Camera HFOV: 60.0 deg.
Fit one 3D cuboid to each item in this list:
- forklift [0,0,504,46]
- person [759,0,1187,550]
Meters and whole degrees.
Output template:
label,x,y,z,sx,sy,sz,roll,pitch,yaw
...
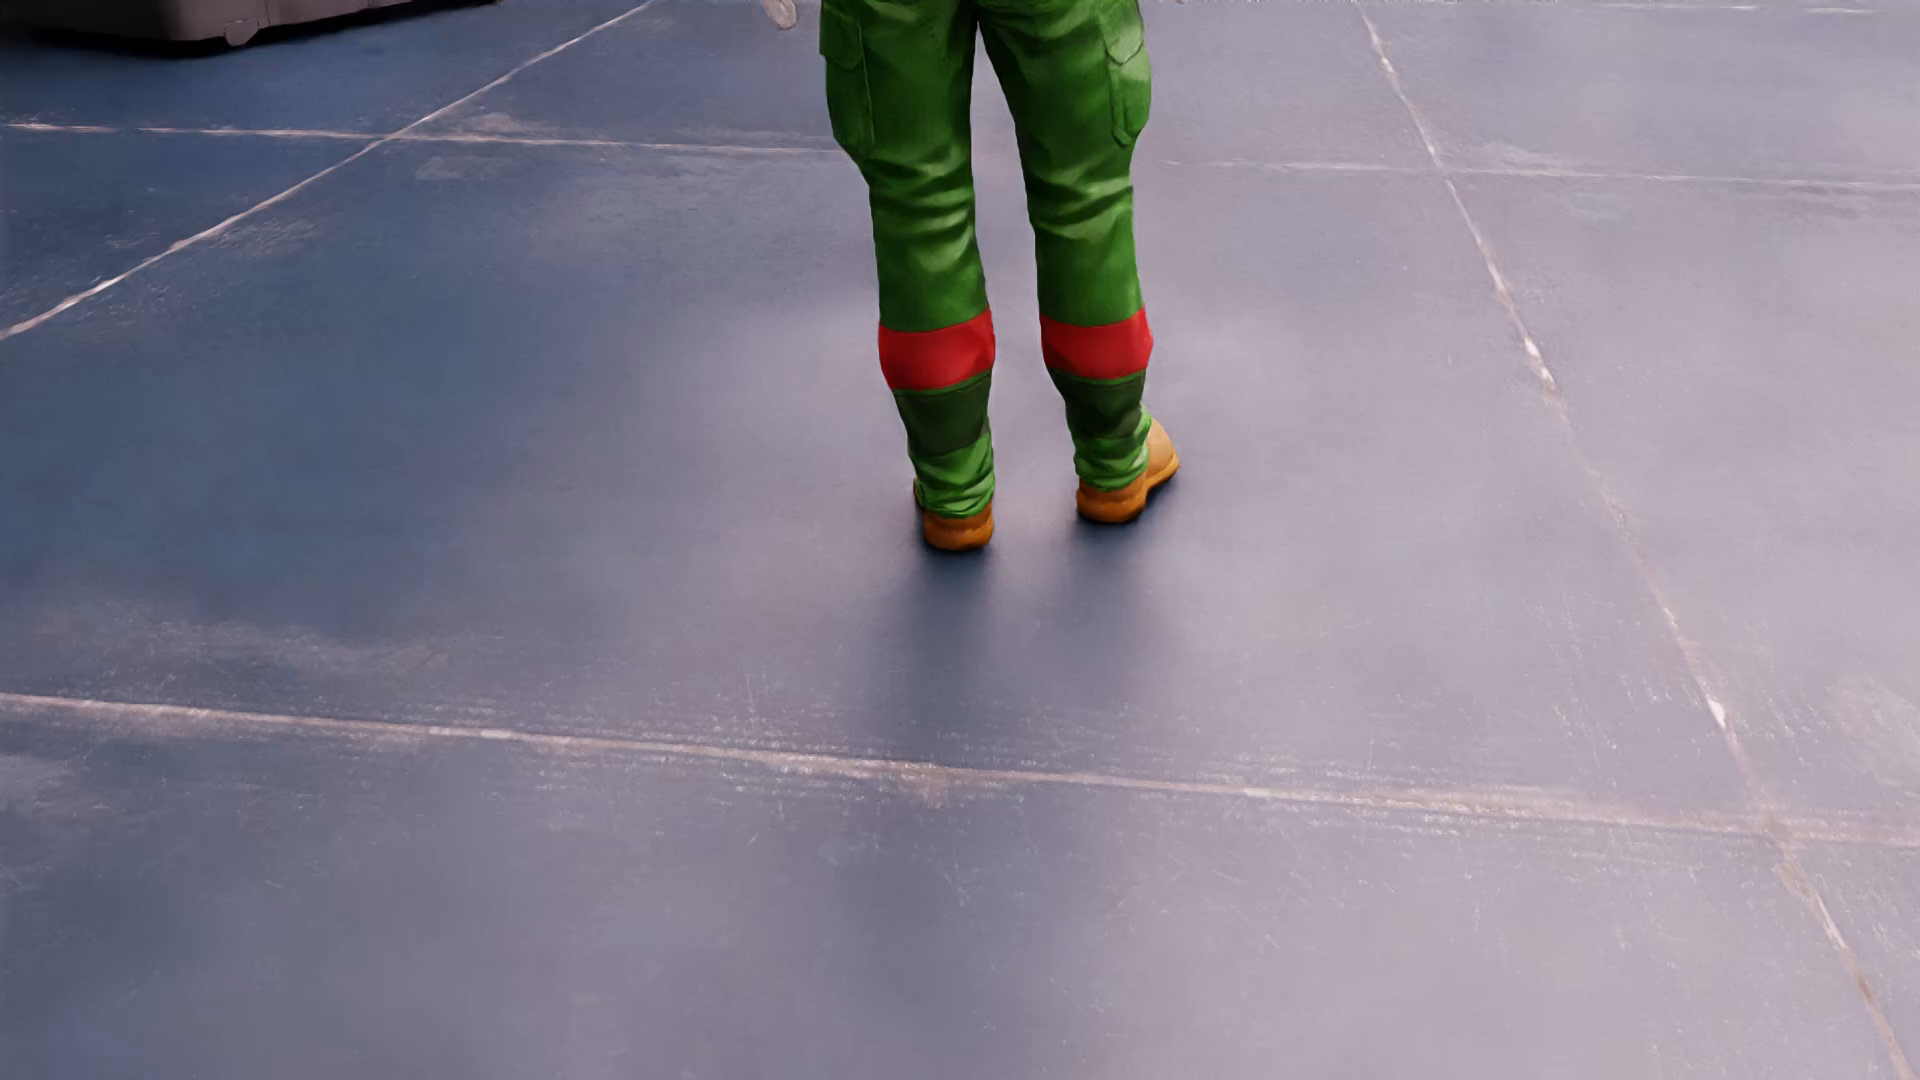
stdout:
label,x,y,z,sx,sy,sz,roll,pitch,yaw
forklift,-2.483,-3.695,6.624,1.130,2.935,3.031,13,29,24
person,0.022,-0.842,2.167,0.637,1.787,0.563,3,27,7
